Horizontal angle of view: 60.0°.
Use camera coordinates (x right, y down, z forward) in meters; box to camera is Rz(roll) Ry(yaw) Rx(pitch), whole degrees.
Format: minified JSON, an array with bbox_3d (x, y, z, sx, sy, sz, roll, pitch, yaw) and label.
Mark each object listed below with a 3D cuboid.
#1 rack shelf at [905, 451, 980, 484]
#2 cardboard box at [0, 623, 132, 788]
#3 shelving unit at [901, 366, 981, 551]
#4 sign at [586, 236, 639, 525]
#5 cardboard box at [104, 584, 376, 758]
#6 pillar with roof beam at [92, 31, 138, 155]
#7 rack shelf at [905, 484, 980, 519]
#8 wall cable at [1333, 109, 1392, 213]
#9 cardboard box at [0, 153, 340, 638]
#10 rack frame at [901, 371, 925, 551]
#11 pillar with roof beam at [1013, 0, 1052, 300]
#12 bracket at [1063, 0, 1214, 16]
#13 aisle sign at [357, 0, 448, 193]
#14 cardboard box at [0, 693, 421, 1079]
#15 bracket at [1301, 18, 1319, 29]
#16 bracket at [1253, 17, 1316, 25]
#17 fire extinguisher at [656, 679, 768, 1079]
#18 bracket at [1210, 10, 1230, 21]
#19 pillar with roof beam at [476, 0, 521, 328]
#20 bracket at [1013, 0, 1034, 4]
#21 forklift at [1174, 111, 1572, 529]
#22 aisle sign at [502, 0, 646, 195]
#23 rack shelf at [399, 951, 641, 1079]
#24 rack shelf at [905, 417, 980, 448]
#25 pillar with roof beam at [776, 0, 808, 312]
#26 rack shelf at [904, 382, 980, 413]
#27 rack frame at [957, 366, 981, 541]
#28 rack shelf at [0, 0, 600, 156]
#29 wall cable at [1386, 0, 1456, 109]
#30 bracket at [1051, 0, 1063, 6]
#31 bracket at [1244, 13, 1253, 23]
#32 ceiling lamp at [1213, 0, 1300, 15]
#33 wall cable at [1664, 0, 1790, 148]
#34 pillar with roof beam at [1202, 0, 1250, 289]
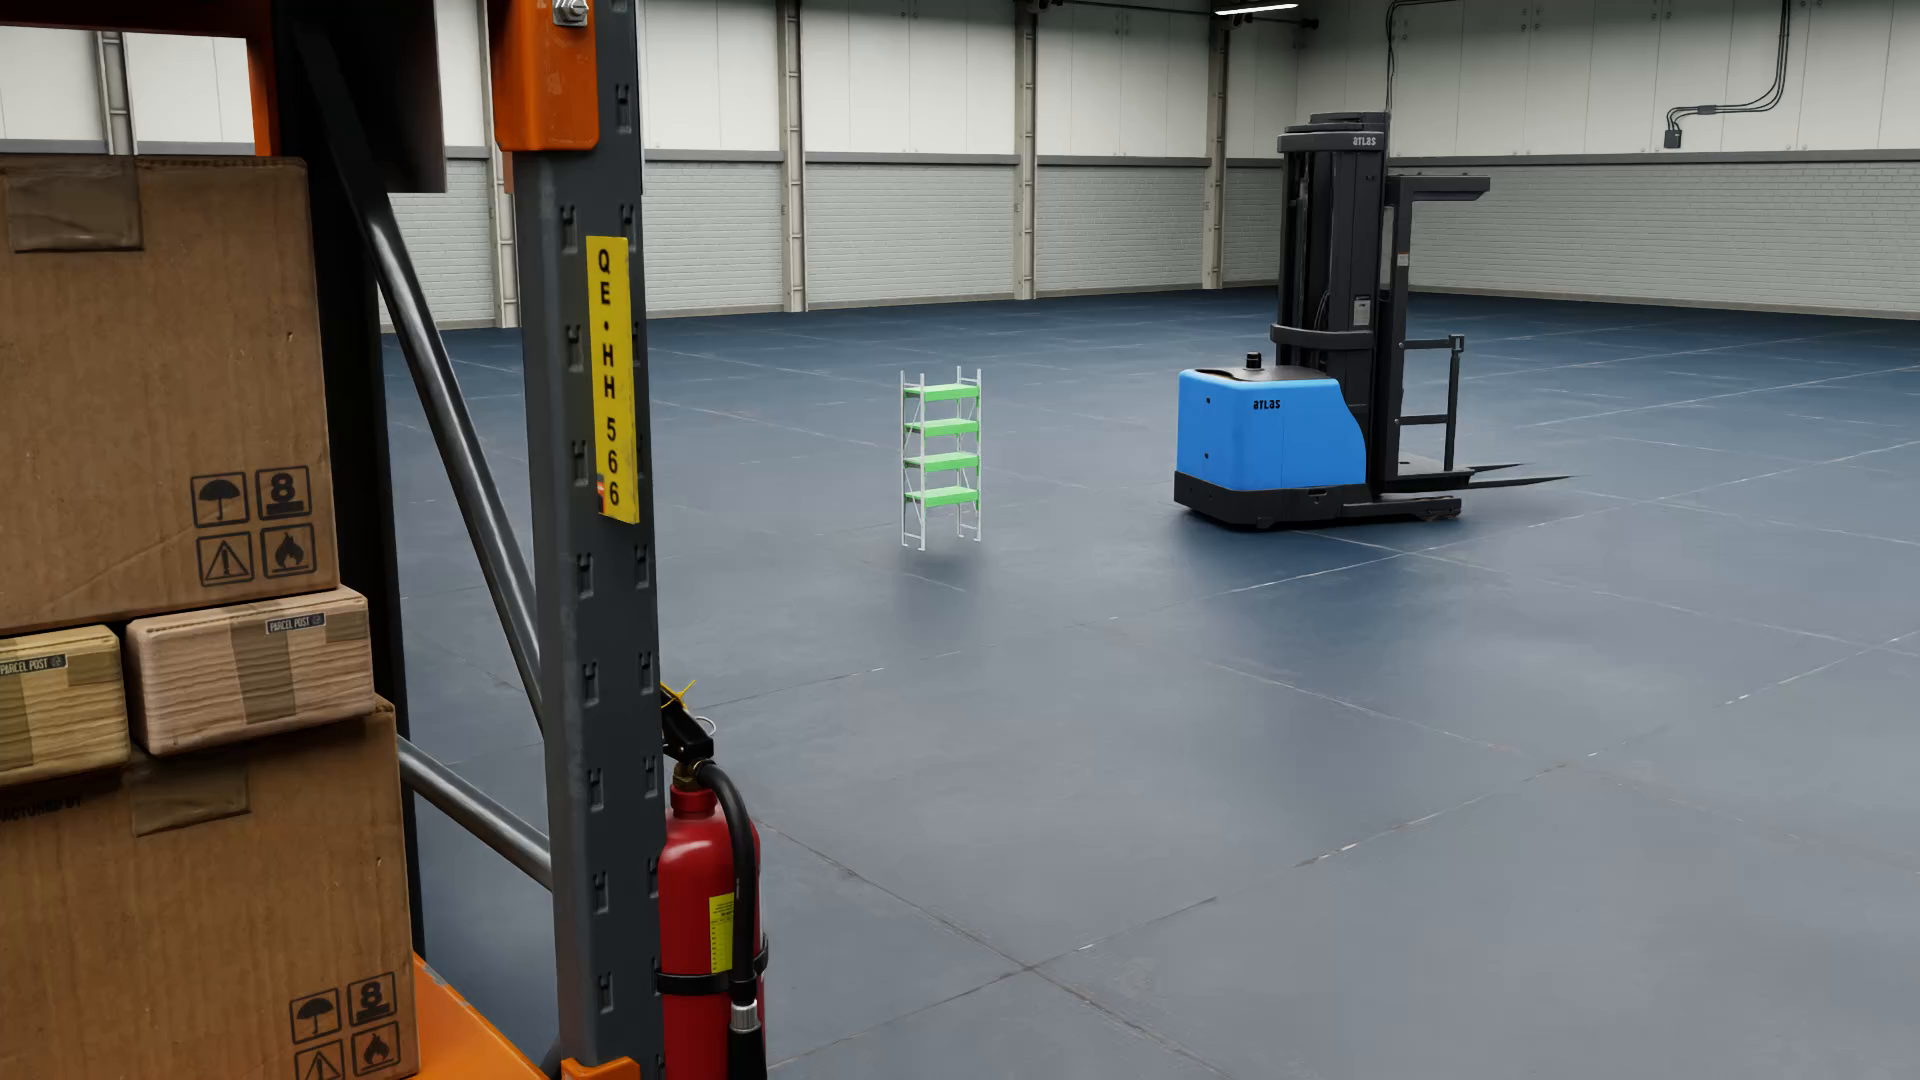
[{"bbox_3d":[-0.129,-0.503,11.416,0.480,0.148,0.258,-9,15,-38],"label":"rack shelf"},{"bbox_3d":[-1.113,0.157,1.868,0.250,0.149,0.380,-9,15,-36],"label":"cardboard box"},{"bbox_3d":[-0.129,-0.565,11.403,0.503,1.200,0.258,-9,15,-38],"label":"shelving unit"},{"bbox_3d":[-0.402,-0.184,1.918,0.005,0.325,0.100,-9,15,-38],"label":"sign"},{"bbox_3d":[-0.910,0.122,2.029,0.250,0.149,0.380,-10,15,-39],"label":"cardboard box"},{"bbox_3d":[-9.943,-6.682,21.431,0.400,9.000,9.100,-9,15,-38],"label":"pillar with roof beam"},{"bbox_3d":[-0.129,-0.268,11.466,0.480,0.148,0.258,-9,15,-38],"label":"rack shelf"},{"bbox_3d":[9.235,-9.143,40.498,0.112,2.526,3.097,-9,15,-38],"label":"wall cable"},{"bbox_3d":[-1.144,-0.210,2.033,0.500,0.500,0.700,-9,15,-37],"label":"cardboard box"},{"bbox_3d":[-0.320,-0.534,11.254,0.015,1.200,0.240,-9,15,-38],"label":"rack frame"},{"bbox_3d":[4.113,-9.017,32.431,0.548,9.000,9.100,-9,15,-38],"label":"pillar with roof beam"},{"bbox_3d":[3.994,-11.809,36.912,4.783,0.066,0.076,-9,15,-38],"label":"bracket"},{"bbox_3d":[-0.870,-0.922,2.490,0.004,0.787,0.394,-9,15,-38],"label":"aisle sign"},{"bbox_3d":[-1.103,0.418,2.200,0.500,0.500,0.700,-9,15,-38],"label":"cardboard box"},{"bbox_3d":[8.505,-12.559,40.442,0.430,0.232,0.235,-9,15,-38],"label":"bracket"},{"bbox_3d":[8.044,-12.482,40.081,3.189,0.066,0.076,-9,15,-38],"label":"bracket"},{"bbox_3d":[-0.348,0.506,2.211,0.183,0.674,0.296,-9,15,-38],"label":"fire extinguisher"},{"bbox_3d":[6.006,-12.144,38.487,0.430,0.232,0.235,-9,15,-38],"label":"bracket"},{"bbox_3d":[-5.258,-7.460,25.098,0.400,9.000,9.100,-9,15,-38],"label":"pillar with roof beam"},{"bbox_3d":[1.321,-11.365,34.820,0.430,0.232,0.235,-9,15,-38],"label":"bracket"},{"bbox_3d":[3.204,-1.673,12.453,3.031,2.935,1.130,-4,13,-19],"label":"forklift"},{"bbox_3d":[-0.496,-0.824,2.031,0.004,0.787,0.394,-9,15,-38],"label":"aisle sign"},{"bbox_3d":[-2.292,1.019,1.338,4.000,0.370,1.077,-9,15,-38],"label":"rack shelf"},{"bbox_3d":[-0.129,-0.738,11.366,0.480,0.148,0.258,-9,15,-38],"label":"rack shelf"},{"bbox_3d":[-0.573,-8.239,28.764,0.400,9.000,9.100,-9,15,-38],"label":"pillar with roof beam"},{"bbox_3d":[-0.129,-0.972,11.317,0.480,0.148,0.258,-9,15,-38],"label":"rack shelf"},{"bbox_3d":[0.061,-0.597,11.552,0.015,1.200,0.240,-9,15,-38],"label":"rack frame"},{"bbox_3d":[-2.292,-0.448,1.027,4.000,0.370,1.077,-9,15,-38],"label":"rack shelf"},{"bbox_3d":[10.925,-11.175,37.907,0.112,2.526,3.097,-9,15,-38],"label":"wall cable"},{"bbox_3d":[1.969,-11.473,35.328,0.430,0.232,0.235,-9,15,-38],"label":"bracket"},{"bbox_3d":[6.654,-12.251,38.994,0.430,0.232,0.235,-9,15,-38],"label":"bracket"},{"bbox_3d":[6.058,-12.078,32.790,0.800,3.185,2.000,-9,15,-38],"label":"ceiling lamp"},{"bbox_3d":[15.153,-10.784,32.561,0.169,6.003,2.305,-9,15,-38],"label":"wall cable"},{"bbox_3d":[8.798,-9.796,36.097,0.548,9.000,9.100,-9,15,-38],"label":"pillar with roof beam"}]
